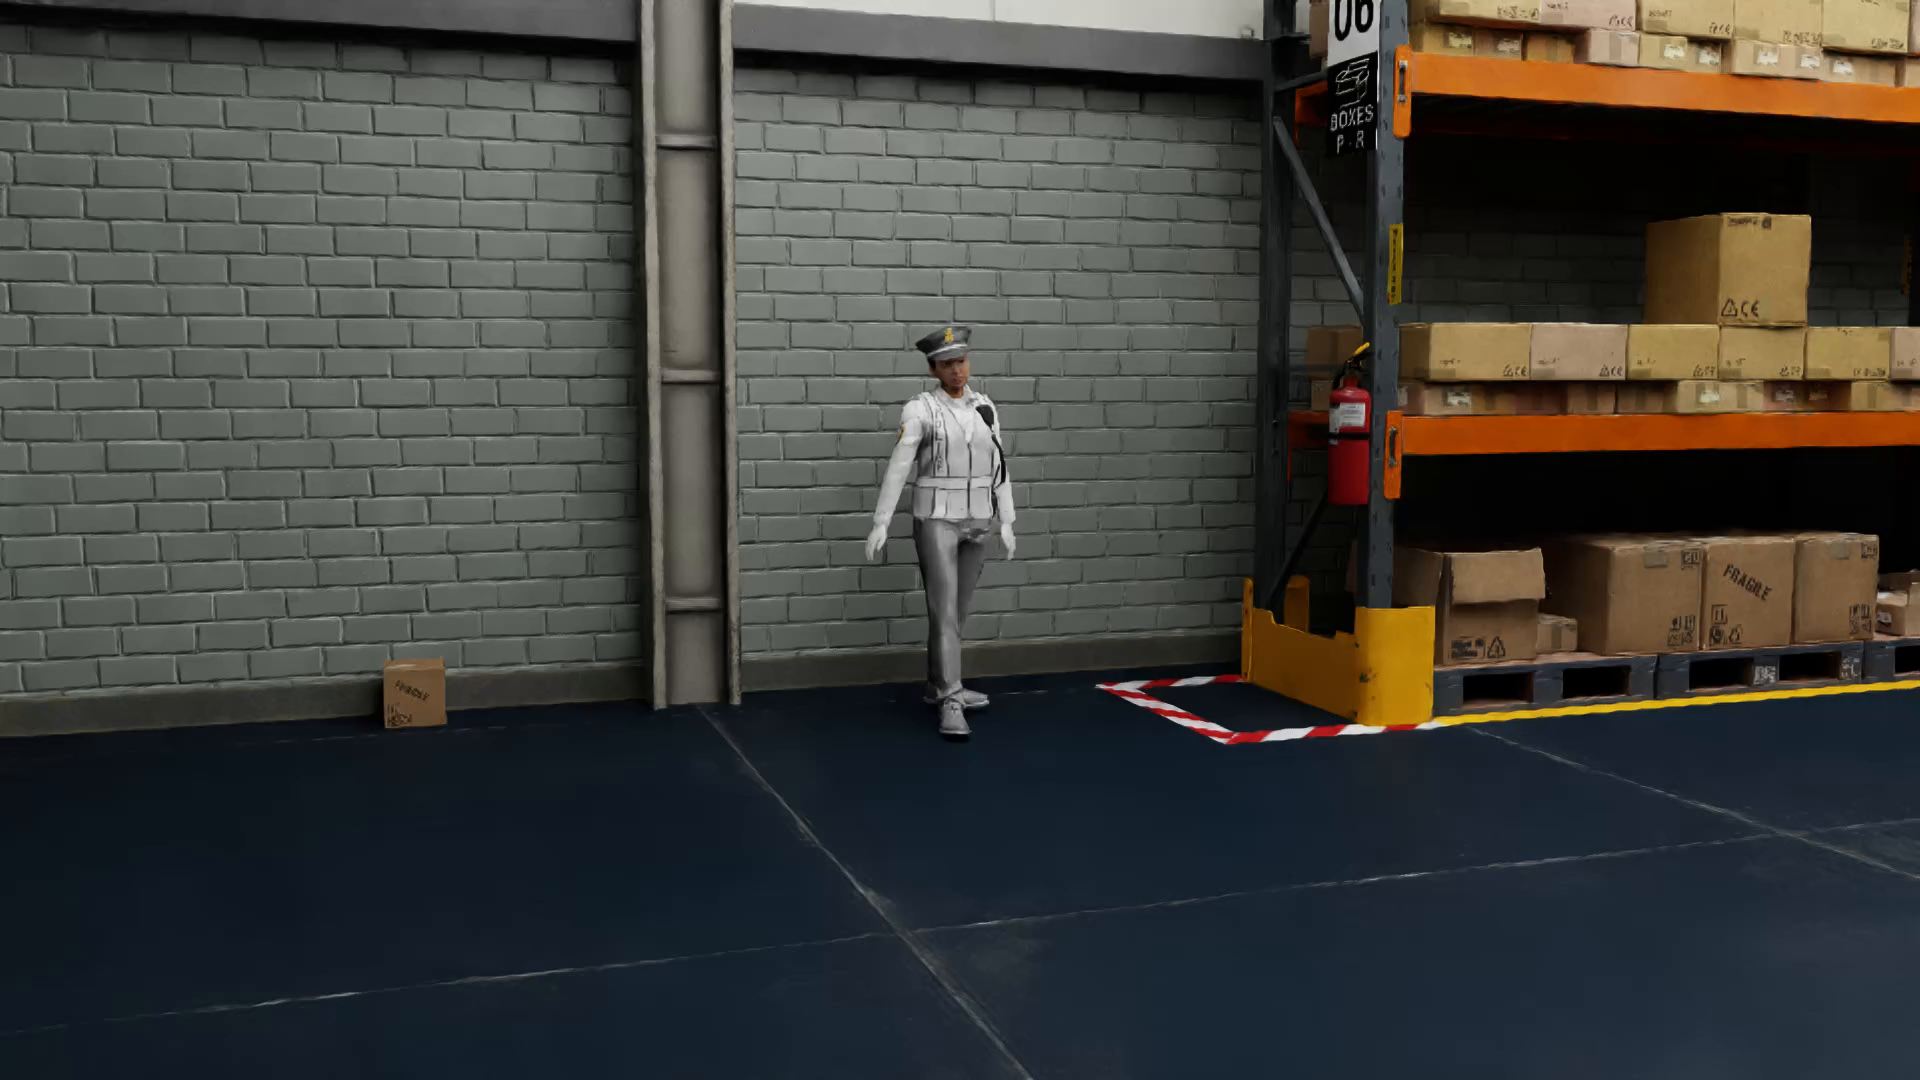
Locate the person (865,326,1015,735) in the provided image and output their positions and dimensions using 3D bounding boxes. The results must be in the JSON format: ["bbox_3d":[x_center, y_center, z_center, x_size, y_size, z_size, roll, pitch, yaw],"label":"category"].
[{"bbox_3d":[-0.067,-0.056,6.958,0.666,1.663,0.642,-4,7,-33],"label":"person"}]
